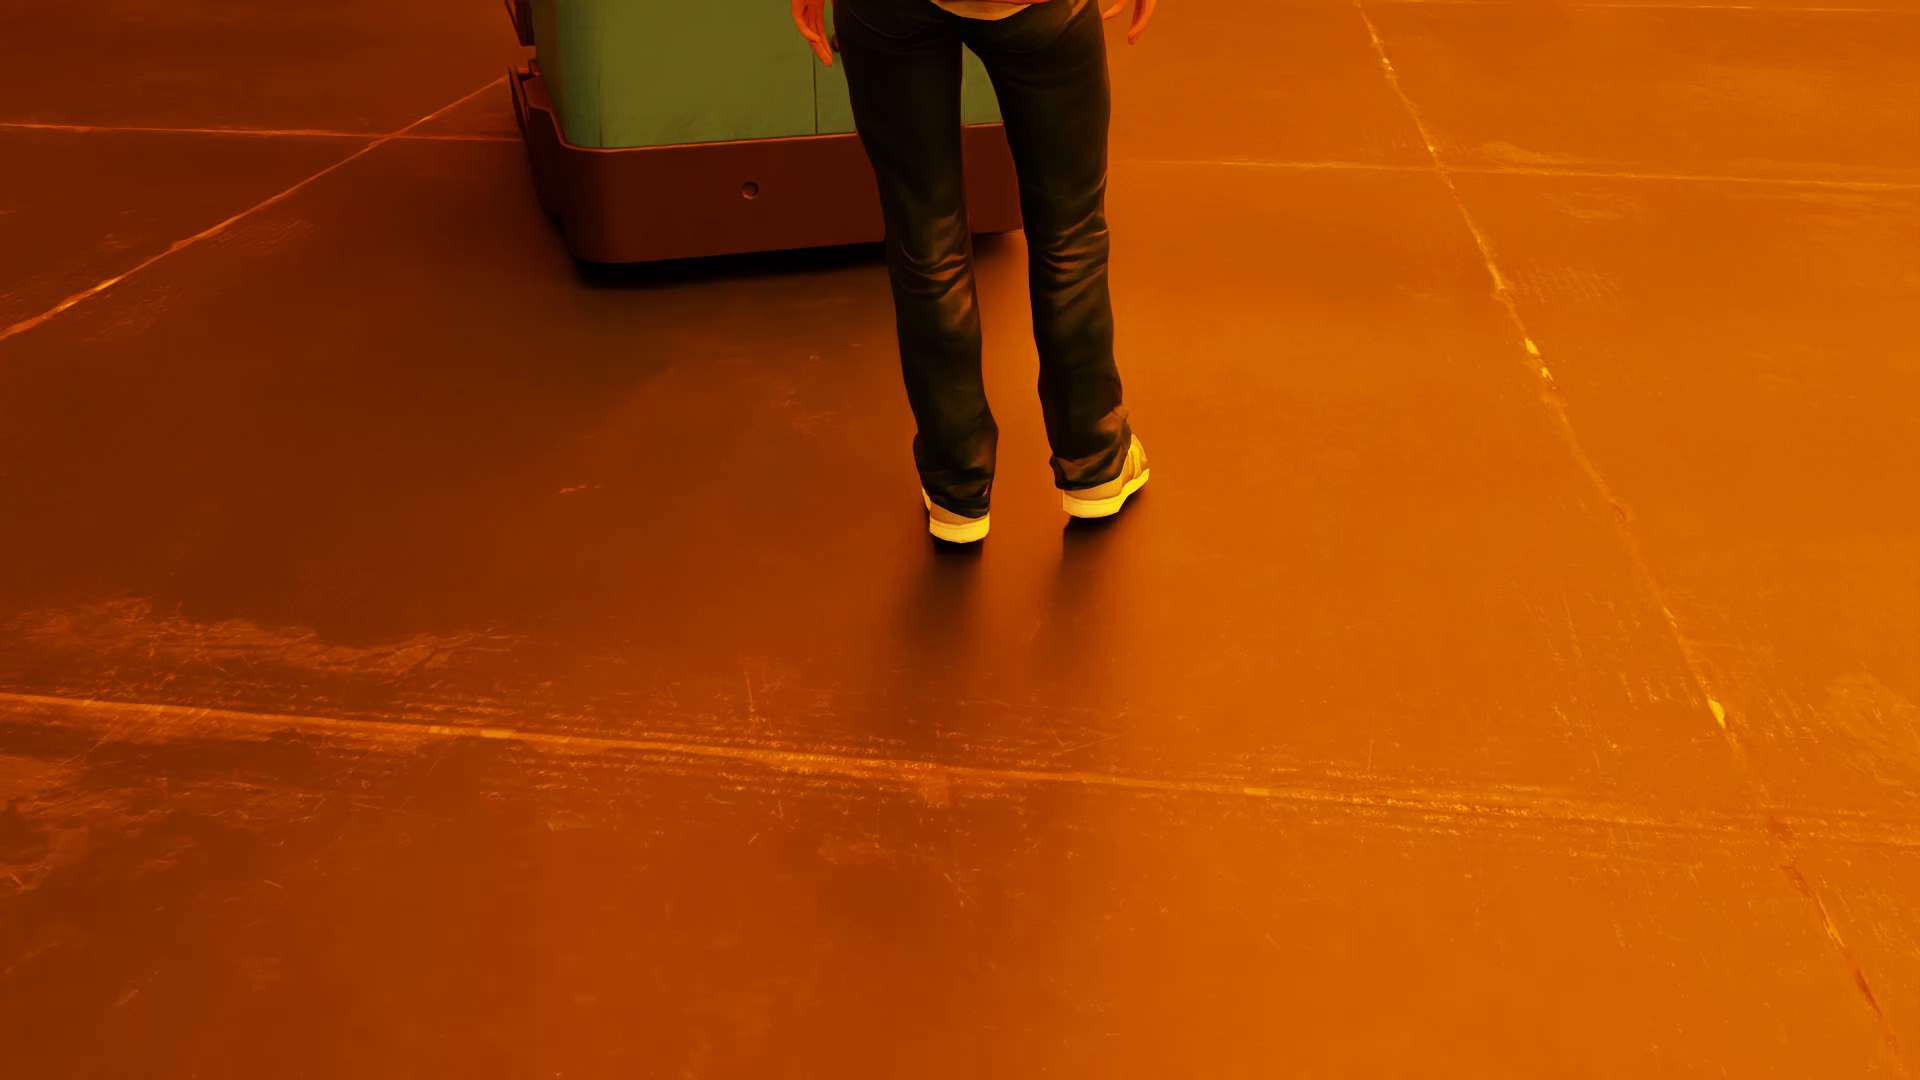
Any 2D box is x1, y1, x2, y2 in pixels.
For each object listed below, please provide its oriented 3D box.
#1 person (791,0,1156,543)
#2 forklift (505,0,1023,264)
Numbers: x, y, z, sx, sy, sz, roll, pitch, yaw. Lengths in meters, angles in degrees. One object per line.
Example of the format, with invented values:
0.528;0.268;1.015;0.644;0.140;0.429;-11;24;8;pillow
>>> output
0.024;-0.746;2.207;0.520;1.582;0.476;3;27;7;person
-0.732;-2.531;4.291;1.130;2.935;3.031;-8;27;-15;forklift
